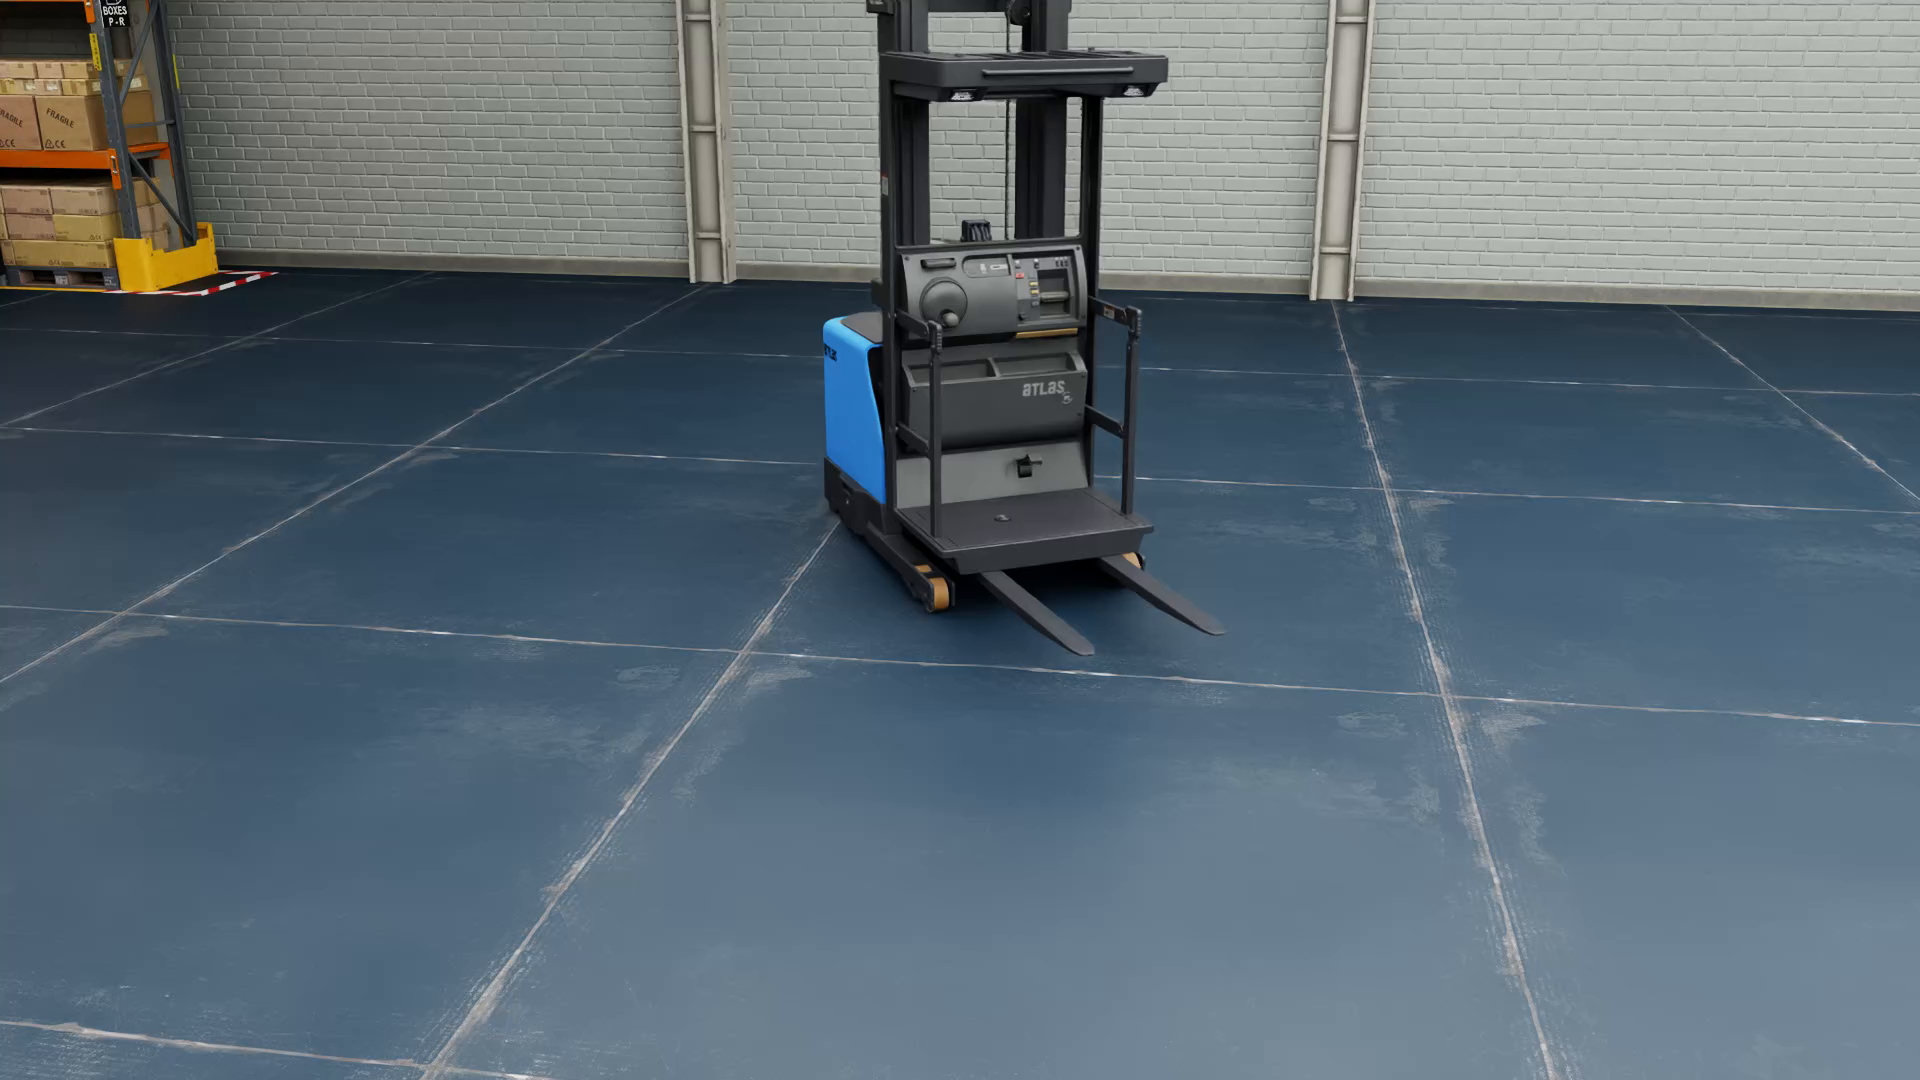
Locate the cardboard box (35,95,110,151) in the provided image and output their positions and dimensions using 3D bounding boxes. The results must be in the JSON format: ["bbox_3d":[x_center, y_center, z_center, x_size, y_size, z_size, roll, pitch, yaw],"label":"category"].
[{"bbox_3d":[-8.353,-3.973,15.791,0.500,0.500,0.500,3,19,7],"label":"cardboard box"}]

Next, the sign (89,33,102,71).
[{"bbox_3d":[-7.925,-4.475,15.251,0.005,0.325,0.100,3,19,9],"label":"sign"}]

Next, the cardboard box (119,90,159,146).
[{"bbox_3d":[-8.270,-4.142,16.297,0.500,0.500,0.500,4,19,10],"label":"cardboard box"}]

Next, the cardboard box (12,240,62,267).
[{"bbox_3d":[-8.829,-2.831,16.207,0.500,0.250,0.500,3,19,9],"label":"cardboard box"}]

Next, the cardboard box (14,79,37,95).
[{"bbox_3d":[-8.716,-4.303,15.757,0.250,0.149,0.380,3,19,10],"label":"cardboard box"}]

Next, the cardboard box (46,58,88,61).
[{"bbox_3d":[-8.639,-4.595,16.161,0.250,0.149,0.380,3,19,10],"label":"cardboard box"}]

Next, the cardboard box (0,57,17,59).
[{"bbox_3d":[-9.389,-4.662,16.360,0.250,0.149,0.380,2,19,7],"label":"cardboard box"}]

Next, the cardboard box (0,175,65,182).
[{"bbox_3d":[-9.256,-3.488,16.596,0.500,0.250,0.500,3,19,8],"label":"cardboard box"}]

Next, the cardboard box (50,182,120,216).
[{"bbox_3d":[-8.330,-3.277,15.967,0.500,0.250,0.500,4,19,10],"label":"cardboard box"}]

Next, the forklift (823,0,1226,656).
[{"bbox_3d":[0.251,-1.200,7.770,1.130,2.935,3.031,-7,20,-20],"label":"forklift"}]

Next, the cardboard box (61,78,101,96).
[{"bbox_3d":[-8.212,-4.267,15.650,0.250,0.149,0.380,3,19,9],"label":"cardboard box"}]

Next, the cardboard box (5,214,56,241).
[{"bbox_3d":[-8.849,-3.070,16.135,0.500,0.250,0.500,3,19,8],"label":"cardboard box"}]

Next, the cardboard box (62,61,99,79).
[{"bbox_3d":[-8.212,-4.431,15.669,0.250,0.149,0.380,3,19,9],"label":"cardboard box"}]

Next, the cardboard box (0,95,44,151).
[{"bbox_3d":[-8.864,-4.002,15.878,0.500,0.500,0.500,4,19,10],"label":"cardboard box"}]

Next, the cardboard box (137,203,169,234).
[{"bbox_3d":[-8.257,-3.204,16.534,0.500,0.250,0.500,3,19,10],"label":"cardboard box"}]

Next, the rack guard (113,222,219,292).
[{"bbox_3d":[-7.802,-2.796,16.372,0.348,0.500,1.175,3,19,9],"label":"rack guard"}]

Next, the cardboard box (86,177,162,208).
[{"bbox_3d":[-8.270,-3.435,16.439,0.500,0.250,0.500,3,19,8],"label":"cardboard box"}]

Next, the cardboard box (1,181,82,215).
[{"bbox_3d":[-8.835,-3.301,16.038,0.500,0.250,0.500,3,19,10],"label":"cardboard box"}]

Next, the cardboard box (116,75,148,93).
[{"bbox_3d":[-8.119,-4.436,16.154,0.250,0.149,0.380,2,19,7],"label":"cardboard box"}]

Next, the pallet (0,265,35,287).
[{"bbox_3d":[-9.788,-2.748,16.683,1.213,0.211,1.003,3,19,9],"label":"pallet"}]

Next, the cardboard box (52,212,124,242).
[{"bbox_3d":[-8.356,-3.041,16.050,0.500,0.250,0.500,3,19,8],"label":"cardboard box"}]

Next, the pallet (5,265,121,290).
[{"bbox_3d":[-8.587,-2.686,16.497,1.213,0.211,1.003,3,19,9],"label":"pallet"}]

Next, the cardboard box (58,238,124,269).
[{"bbox_3d":[-8.339,-2.803,16.123,0.500,0.250,0.500,3,19,9],"label":"cardboard box"}]

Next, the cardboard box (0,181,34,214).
[{"bbox_3d":[-9.334,-3.324,16.105,0.500,0.250,0.500,3,19,9],"label":"cardboard box"}]

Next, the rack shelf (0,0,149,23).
[{"bbox_3d":[-9.800,-5.165,15.918,4.000,0.370,1.077,3,19,9],"label":"rack shelf"}]

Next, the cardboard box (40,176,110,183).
[{"bbox_3d":[-8.764,-3.460,16.511,0.500,0.250,0.500,3,19,9],"label":"cardboard box"}]

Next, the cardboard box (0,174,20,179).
[{"bbox_3d":[-9.761,-3.516,16.680,0.500,0.250,0.500,3,19,8],"label":"cardboard box"}]

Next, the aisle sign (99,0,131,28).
[{"bbox_3d":[-7.807,-5.120,15.281,0.004,0.787,0.394,3,19,9],"label":"aisle sign"}]

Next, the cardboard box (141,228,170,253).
[{"bbox_3d":[-8.279,-2.964,16.605,0.500,0.250,0.500,3,19,9],"label":"cardboard box"}]

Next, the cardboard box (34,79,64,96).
[{"bbox_3d":[-8.469,-4.271,15.660,0.250,0.149,0.380,3,19,10],"label":"cardboard box"}]

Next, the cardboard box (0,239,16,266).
[{"bbox_3d":[-9.321,-2.859,16.291,0.500,0.250,0.500,3,19,9],"label":"cardboard box"}]

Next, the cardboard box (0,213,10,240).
[{"bbox_3d":[-9.362,-3.090,16.193,0.500,0.250,0.500,2,19,7],"label":"cardboard box"}]

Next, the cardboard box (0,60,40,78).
[{"bbox_3d":[-8.958,-4.474,15.798,0.250,0.149,0.380,3,19,9],"label":"cardboard box"}]

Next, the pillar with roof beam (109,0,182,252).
[{"bbox_3d":[-9.053,-5.796,11.945,0.400,9.000,9.100,3,19,9],"label":"pillar with roof beam"}]

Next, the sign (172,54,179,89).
[{"bbox_3d":[-7.731,-4.604,16.347,0.005,0.325,0.100,3,19,9],"label":"sign"}]

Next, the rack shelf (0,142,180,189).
[{"bbox_3d":[-9.800,-3.742,16.394,4.000,0.370,1.077,3,19,9],"label":"rack shelf"}]

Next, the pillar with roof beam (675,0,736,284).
[{"bbox_3d":[-3.129,-5.494,11.042,0.400,9.000,9.100,3,19,9],"label":"pillar with roof beam"}]

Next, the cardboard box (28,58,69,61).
[{"bbox_3d":[-8.881,-4.612,16.212,0.250,0.149,0.380,3,19,9],"label":"cardboard box"}]

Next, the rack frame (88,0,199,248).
[{"bbox_3d":[-7.825,-3.983,15.979,0.127,3.000,1.000,3,19,9],"label":"rack frame"}]

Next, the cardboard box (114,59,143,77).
[{"bbox_3d":[-8.123,-4.563,16.063,0.250,0.149,0.380,3,19,8],"label":"cardboard box"}]

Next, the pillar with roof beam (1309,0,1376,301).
[{"bbox_3d":[2.795,-5.192,10.140,0.400,9.000,9.100,3,19,9],"label":"pillar with roof beam"}]

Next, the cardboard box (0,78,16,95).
[{"bbox_3d":[-8.959,-4.319,15.805,0.250,0.149,0.380,3,19,8],"label":"cardboard box"}]

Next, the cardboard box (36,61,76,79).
[{"bbox_3d":[-8.461,-4.433,15.677,0.250,0.149,0.380,3,19,9],"label":"cardboard box"}]

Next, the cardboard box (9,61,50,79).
[{"bbox_3d":[-8.724,-4.438,15.691,0.250,0.149,0.380,3,19,10],"label":"cardboard box"}]

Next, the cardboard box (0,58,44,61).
[{"bbox_3d":[-9.145,-4.618,16.228,0.250,0.149,0.380,4,19,10],"label":"cardboard box"}]

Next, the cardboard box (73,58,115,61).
[{"bbox_3d":[-8.376,-4.596,16.162,0.250,0.149,0.380,4,19,11],"label":"cardboard box"}]
